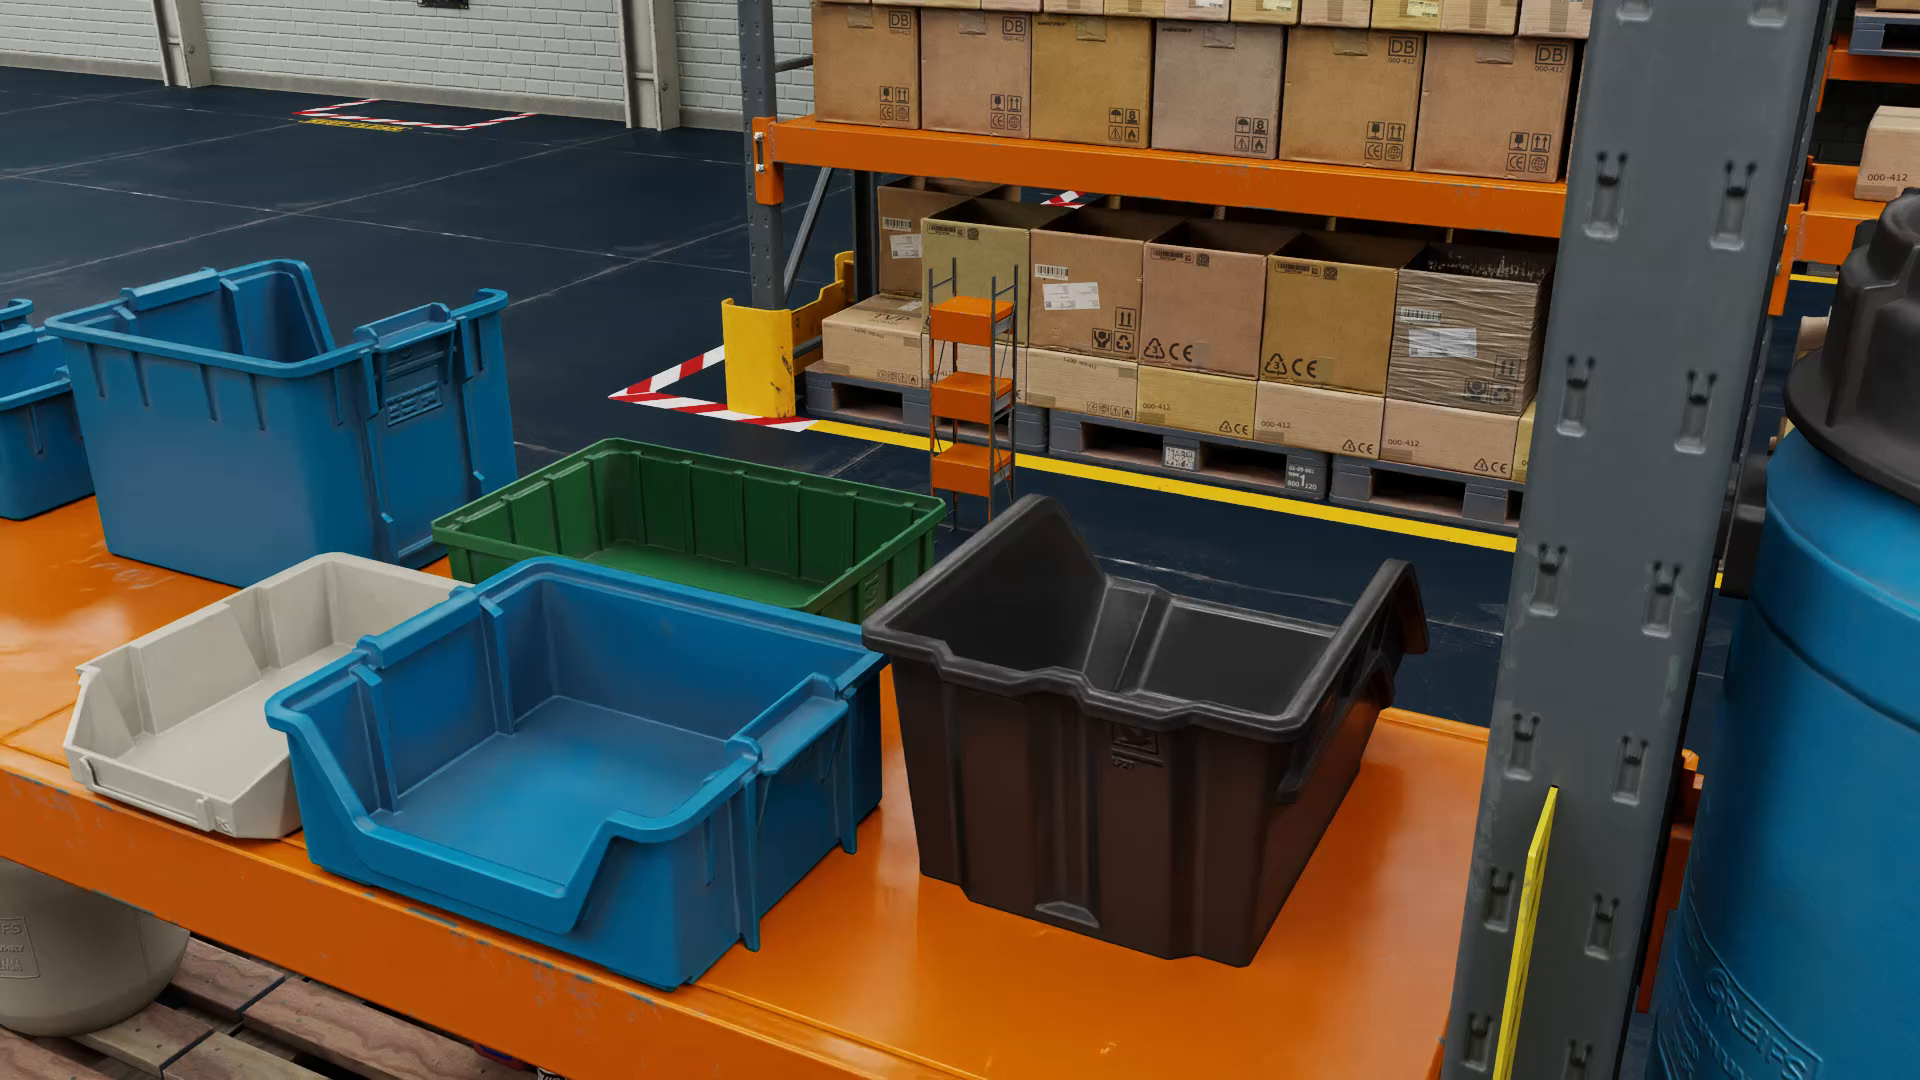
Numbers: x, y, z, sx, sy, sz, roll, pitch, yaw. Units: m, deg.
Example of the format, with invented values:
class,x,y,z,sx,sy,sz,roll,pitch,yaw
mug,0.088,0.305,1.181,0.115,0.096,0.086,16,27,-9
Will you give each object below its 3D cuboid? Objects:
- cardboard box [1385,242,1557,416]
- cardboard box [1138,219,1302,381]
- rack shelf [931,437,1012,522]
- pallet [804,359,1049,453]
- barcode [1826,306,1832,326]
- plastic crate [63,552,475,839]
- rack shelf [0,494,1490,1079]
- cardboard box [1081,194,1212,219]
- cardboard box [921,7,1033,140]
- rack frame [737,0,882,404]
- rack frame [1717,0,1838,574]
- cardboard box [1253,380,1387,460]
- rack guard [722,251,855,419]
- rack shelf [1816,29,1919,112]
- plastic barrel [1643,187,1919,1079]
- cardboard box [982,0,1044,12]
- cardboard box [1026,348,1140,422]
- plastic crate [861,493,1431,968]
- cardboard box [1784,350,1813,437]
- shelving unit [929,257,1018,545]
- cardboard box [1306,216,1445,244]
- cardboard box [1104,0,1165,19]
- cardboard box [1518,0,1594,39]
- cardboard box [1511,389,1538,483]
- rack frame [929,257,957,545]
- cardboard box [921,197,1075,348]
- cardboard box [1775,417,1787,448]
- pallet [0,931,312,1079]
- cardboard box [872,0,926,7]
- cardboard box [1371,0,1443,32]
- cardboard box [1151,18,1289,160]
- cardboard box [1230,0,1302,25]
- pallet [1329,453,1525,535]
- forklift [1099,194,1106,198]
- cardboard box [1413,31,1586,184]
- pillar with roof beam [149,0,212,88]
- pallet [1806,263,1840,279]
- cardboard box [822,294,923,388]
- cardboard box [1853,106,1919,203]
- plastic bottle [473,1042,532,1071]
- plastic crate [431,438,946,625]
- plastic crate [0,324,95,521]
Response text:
class,x,y,z,sx,sy,sz,roll,pitch,yaw
cardboard box,1.958,-0.815,6.353,0.500,0.500,0.500,11,25,25
cardboard box,1.057,-0.986,6.753,0.500,0.500,0.500,11,25,25
rack shelf,0.048,-0.208,6.135,0.240,0.259,0.215,11,25,25
pallet,0.043,-0.747,7.737,1.213,0.211,1.003,11,25,25
barcode,2.951,-0.748,5.581,0.075,0.075,0.001,11,25,25
plastic crate,-0.890,0.208,2.265,0.437,0.136,0.530,11,25,25
rack shelf,-1.112,0.263,2.718,4.000,0.370,1.077,11,25,25
cardboard box,0.854,-1.261,7.402,0.500,0.500,0.500,11,25,25
cardboard box,0.223,-2.019,7.036,0.500,0.500,0.700,12,26,26
rack frame,-0.658,-2.151,7.474,0.127,3.000,1.000,11,25,25
rack frame,2.911,-1.444,5.813,0.127,3.000,1.000,11,25,25
cardboard box,1.504,-0.553,6.694,0.500,0.250,0.500,11,25,25
rack guard,-0.680,-1.005,7.973,0.348,0.500,1.175,11,25,25
rack shelf,6.928,-2.491,9.194,4.000,0.370,1.077,11,25,25
plastic barrel,0.881,0.228,1.240,0.708,0.901,0.600,11,25,25
cardboard box,0.278,-2.215,6.669,0.250,0.149,0.380,11,25,24
cardboard box,0.614,-0.731,7.112,0.500,0.250,0.500,11,25,25
plastic crate,0.263,0.177,2.081,0.504,0.338,0.767,11,25,25
cardboard box,3.168,-0.470,5.783,0.500,0.311,0.500,11,26,25
shelving unit,0.048,-0.474,6.022,0.252,1.050,0.215,11,25,25
cardboard box,1.746,-1.085,6.987,0.500,0.500,0.500,11,25,25
cardboard box,0.745,-2.124,6.455,0.250,0.149,0.380,11,25,24
cardboard box,2.117,-1.852,5.815,0.250,0.149,0.380,10,25,23
cardboard box,2.399,-0.378,6.282,0.500,0.250,0.500,11,25,25
rack frame,-0.061,-0.495,6.073,0.008,1.050,0.200,11,25,25
cardboard box,0.167,-1.164,7.172,0.500,0.500,0.500,11,25,25
cardboard box,3.160,-0.215,5.898,0.500,0.250,0.500,11,25,23
pallet,-2.085,1.004,3.619,1.213,0.211,1.003,11,25,25
cardboard box,-0.168,-2.305,6.881,0.250,0.149,0.380,10,25,23
cardboard box,1.665,-1.942,6.028,0.250,0.149,0.380,11,25,24
cardboard box,1.135,-1.837,6.610,0.500,0.500,0.700,12,26,26
cardboard box,1.201,-2.033,6.240,0.250,0.149,0.380,12,26,26
pallet,2.221,-0.316,6.724,1.213,0.211,1.003,11,25,25
forklift,2.272,-2.463,8.295,3.031,2.935,1.130,5,24,12
cardboard box,2.039,-1.657,6.187,0.500,0.500,0.700,11,25,24
pillar with roof beam,-10.063,-7.436,12.237,0.400,9.000,9.100,11,25,25
pallet,5.839,-1.755,10.107,1.213,0.211,1.003,11,25,25
cardboard box,-0.280,-0.906,7.525,0.500,0.250,0.500,11,25,25
cardboard box,3.370,-1.304,5.674,0.500,0.250,0.500,13,26,28
plastic bottle,-0.895,0.889,3.236,0.133,0.283,0.061,11,25,25
plastic crate,-0.411,0.044,2.584,0.662,0.188,0.450,11,25,25
plastic crate,-1.738,-0.252,3.201,0.408,0.251,0.499,11,25,25
